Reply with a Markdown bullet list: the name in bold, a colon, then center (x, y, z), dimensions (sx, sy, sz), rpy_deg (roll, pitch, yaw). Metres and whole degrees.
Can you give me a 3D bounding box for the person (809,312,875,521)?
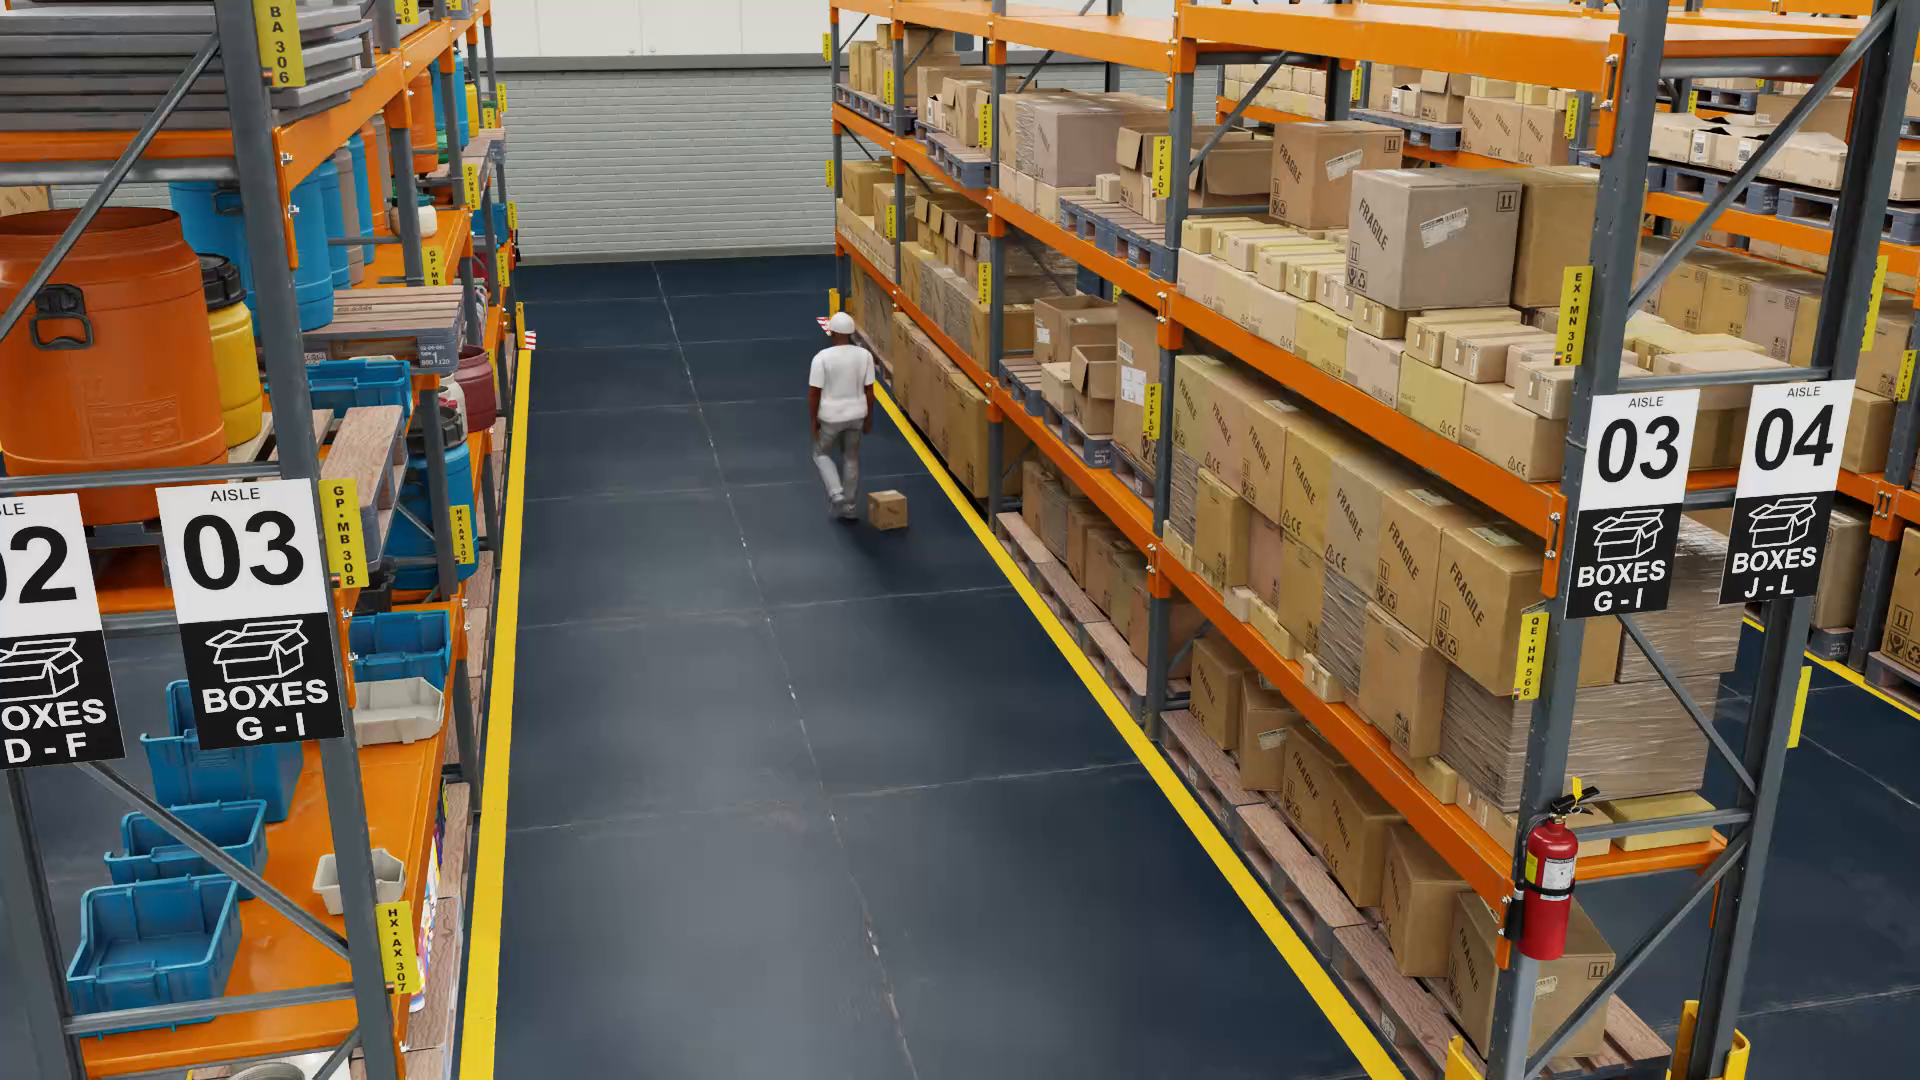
- **person**: center (-0.981, -1.024, 13.844), dimensions (0.576, 1.753, 0.497), rpy_deg (-7, 21, -20)
